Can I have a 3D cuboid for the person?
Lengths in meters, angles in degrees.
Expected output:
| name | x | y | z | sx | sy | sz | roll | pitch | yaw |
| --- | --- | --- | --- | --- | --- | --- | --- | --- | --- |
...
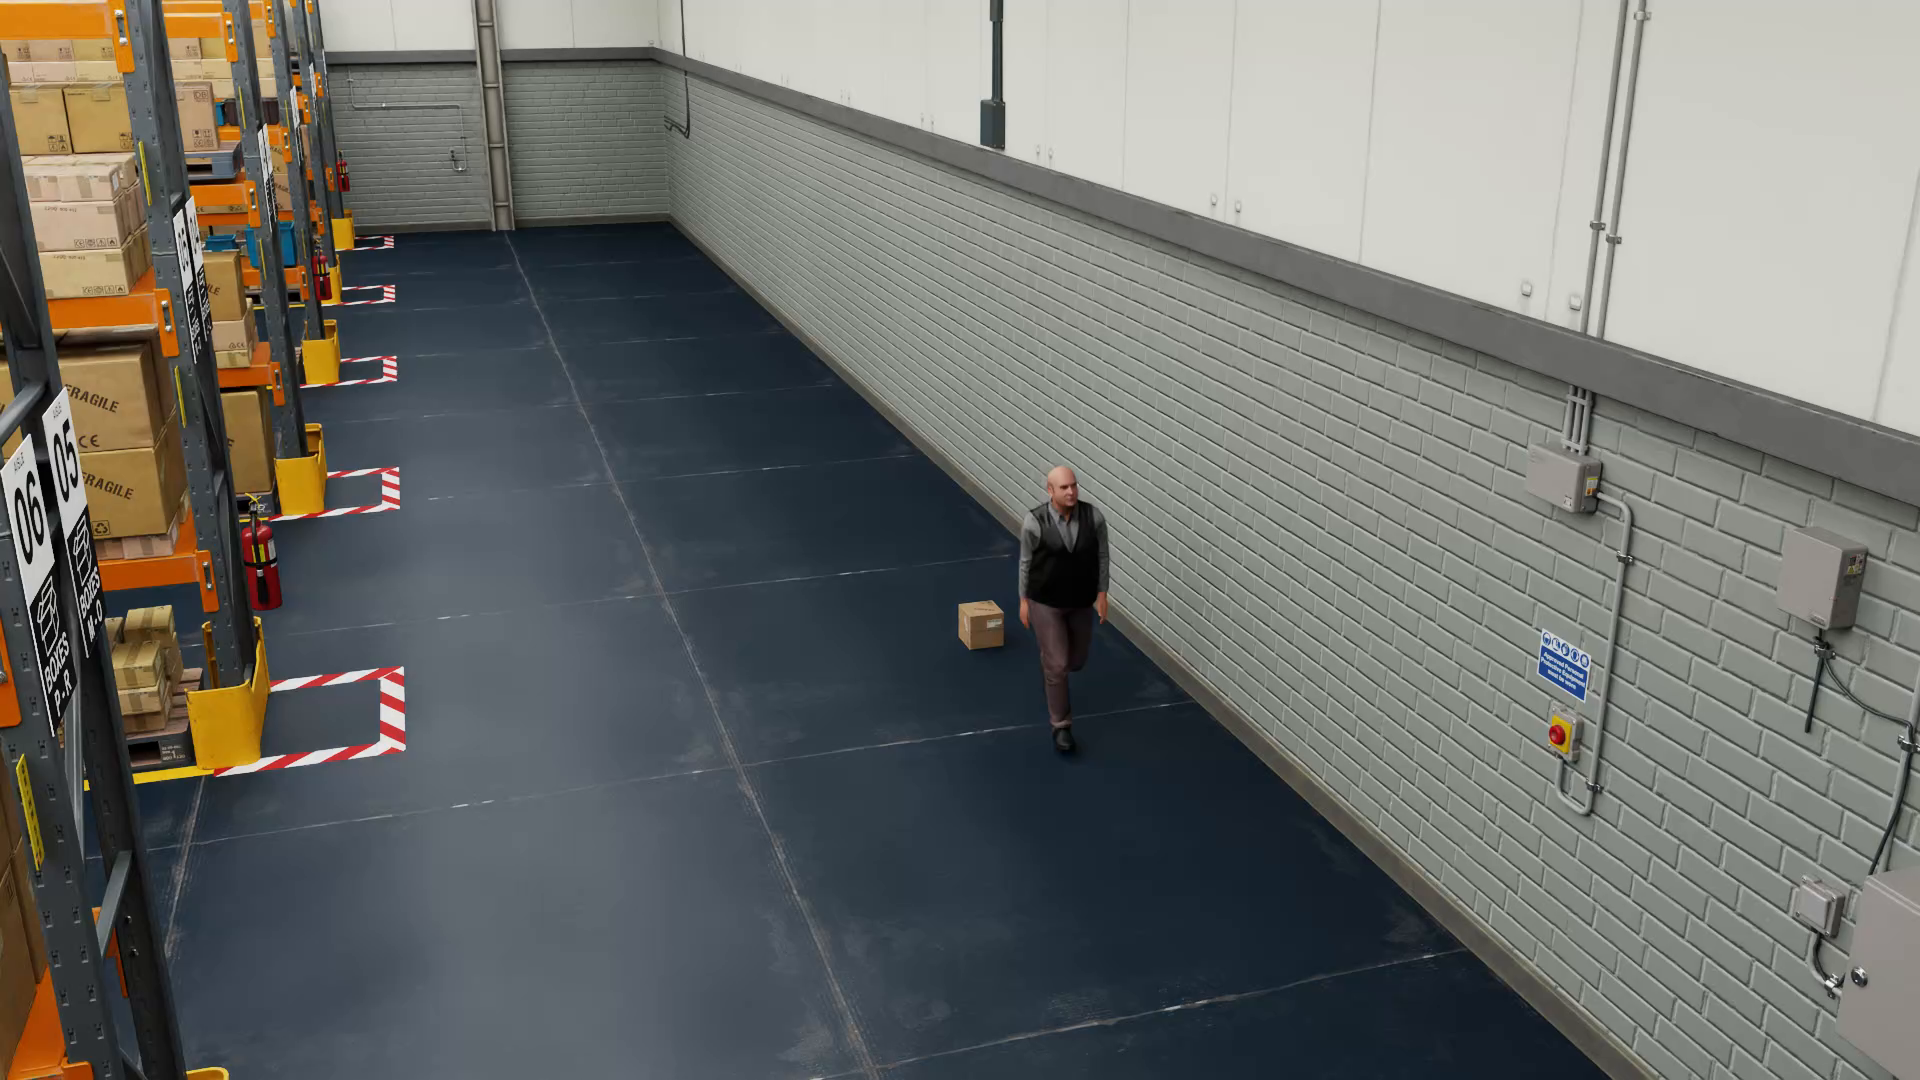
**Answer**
| name | x | y | z | sx | sy | sz | roll | pitch | yaw |
| --- | --- | --- | --- | --- | --- | --- | --- | --- | --- |
| person | 0.617 | 0.346 | 10.064 | 0.550 | 1.694 | 0.890 | -5 | 20 | -15 |
